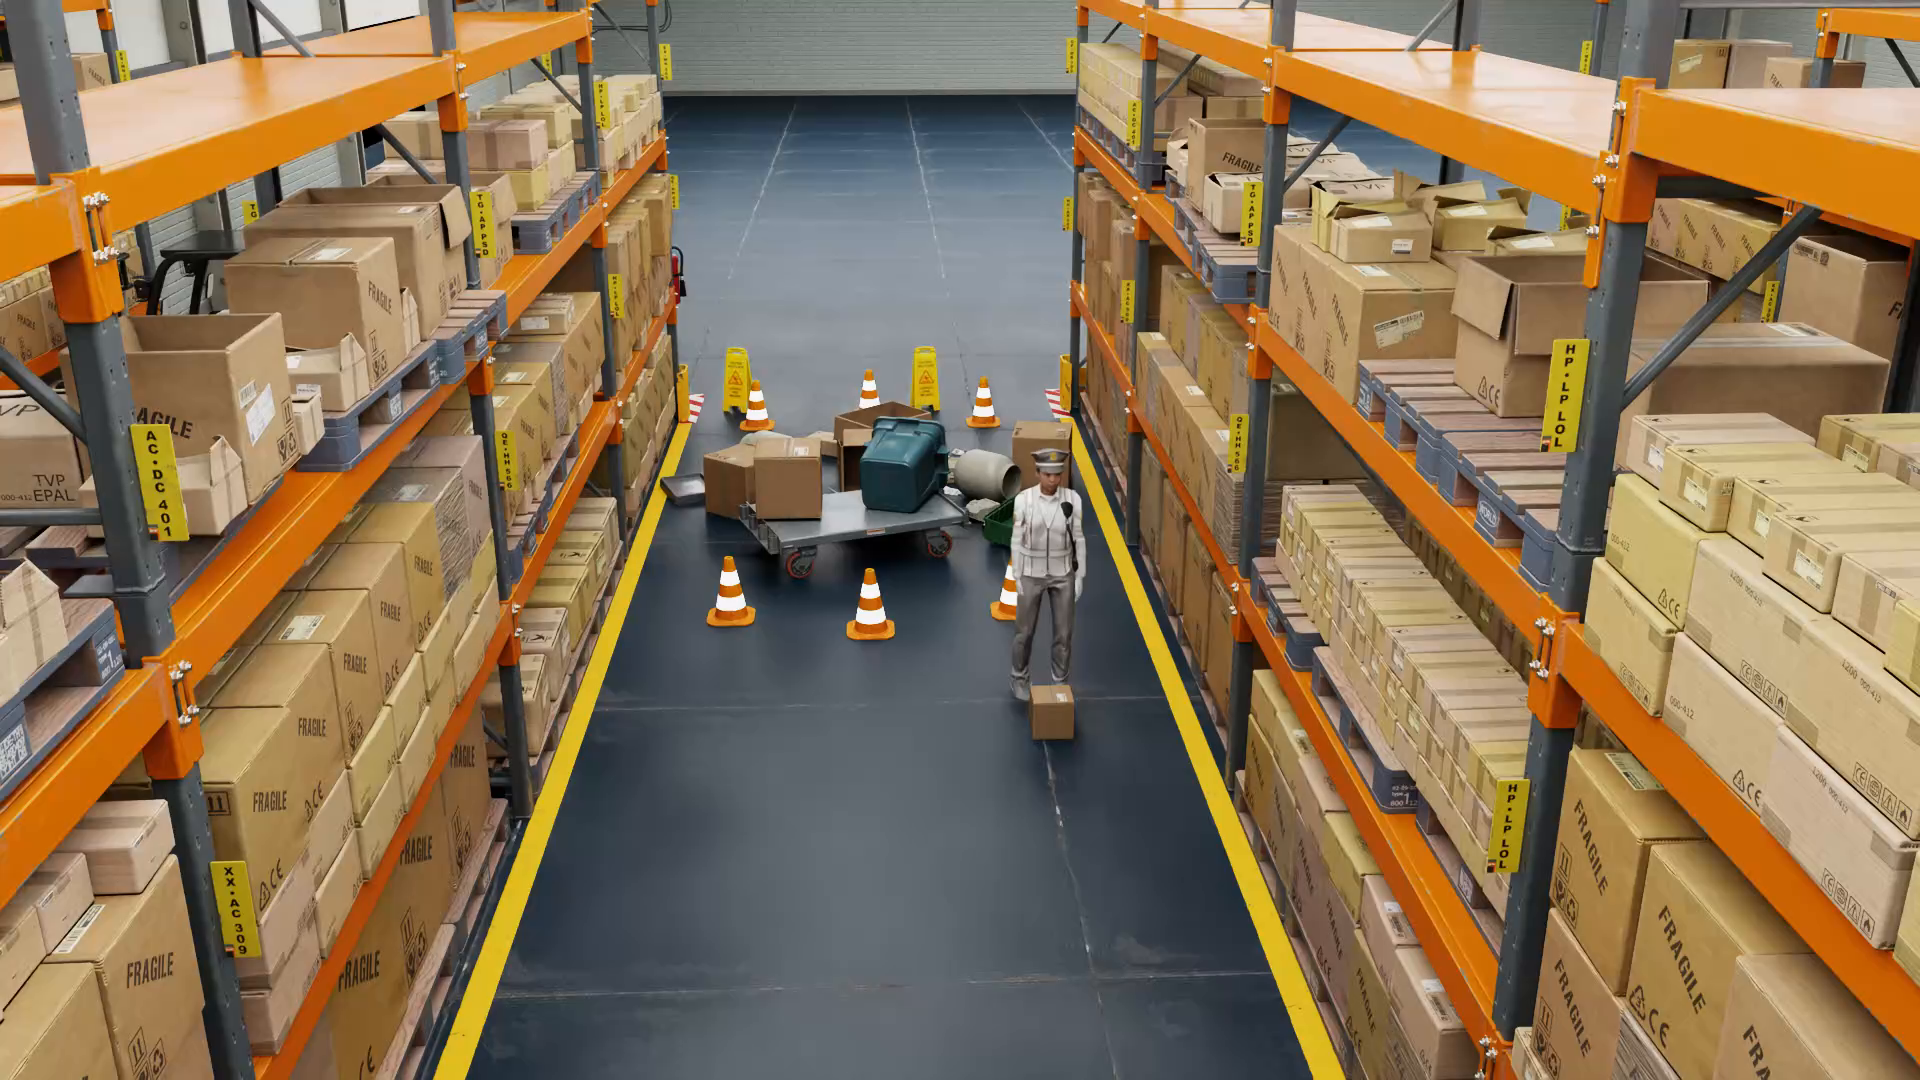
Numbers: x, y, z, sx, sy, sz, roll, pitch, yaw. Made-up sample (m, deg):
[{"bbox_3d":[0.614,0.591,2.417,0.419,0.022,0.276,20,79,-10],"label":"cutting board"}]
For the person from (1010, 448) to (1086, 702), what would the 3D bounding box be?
[{"bbox_3d":[0.556,0.249,10.451,0.473,1.728,0.357,-1,21,-2],"label":"person"}]
